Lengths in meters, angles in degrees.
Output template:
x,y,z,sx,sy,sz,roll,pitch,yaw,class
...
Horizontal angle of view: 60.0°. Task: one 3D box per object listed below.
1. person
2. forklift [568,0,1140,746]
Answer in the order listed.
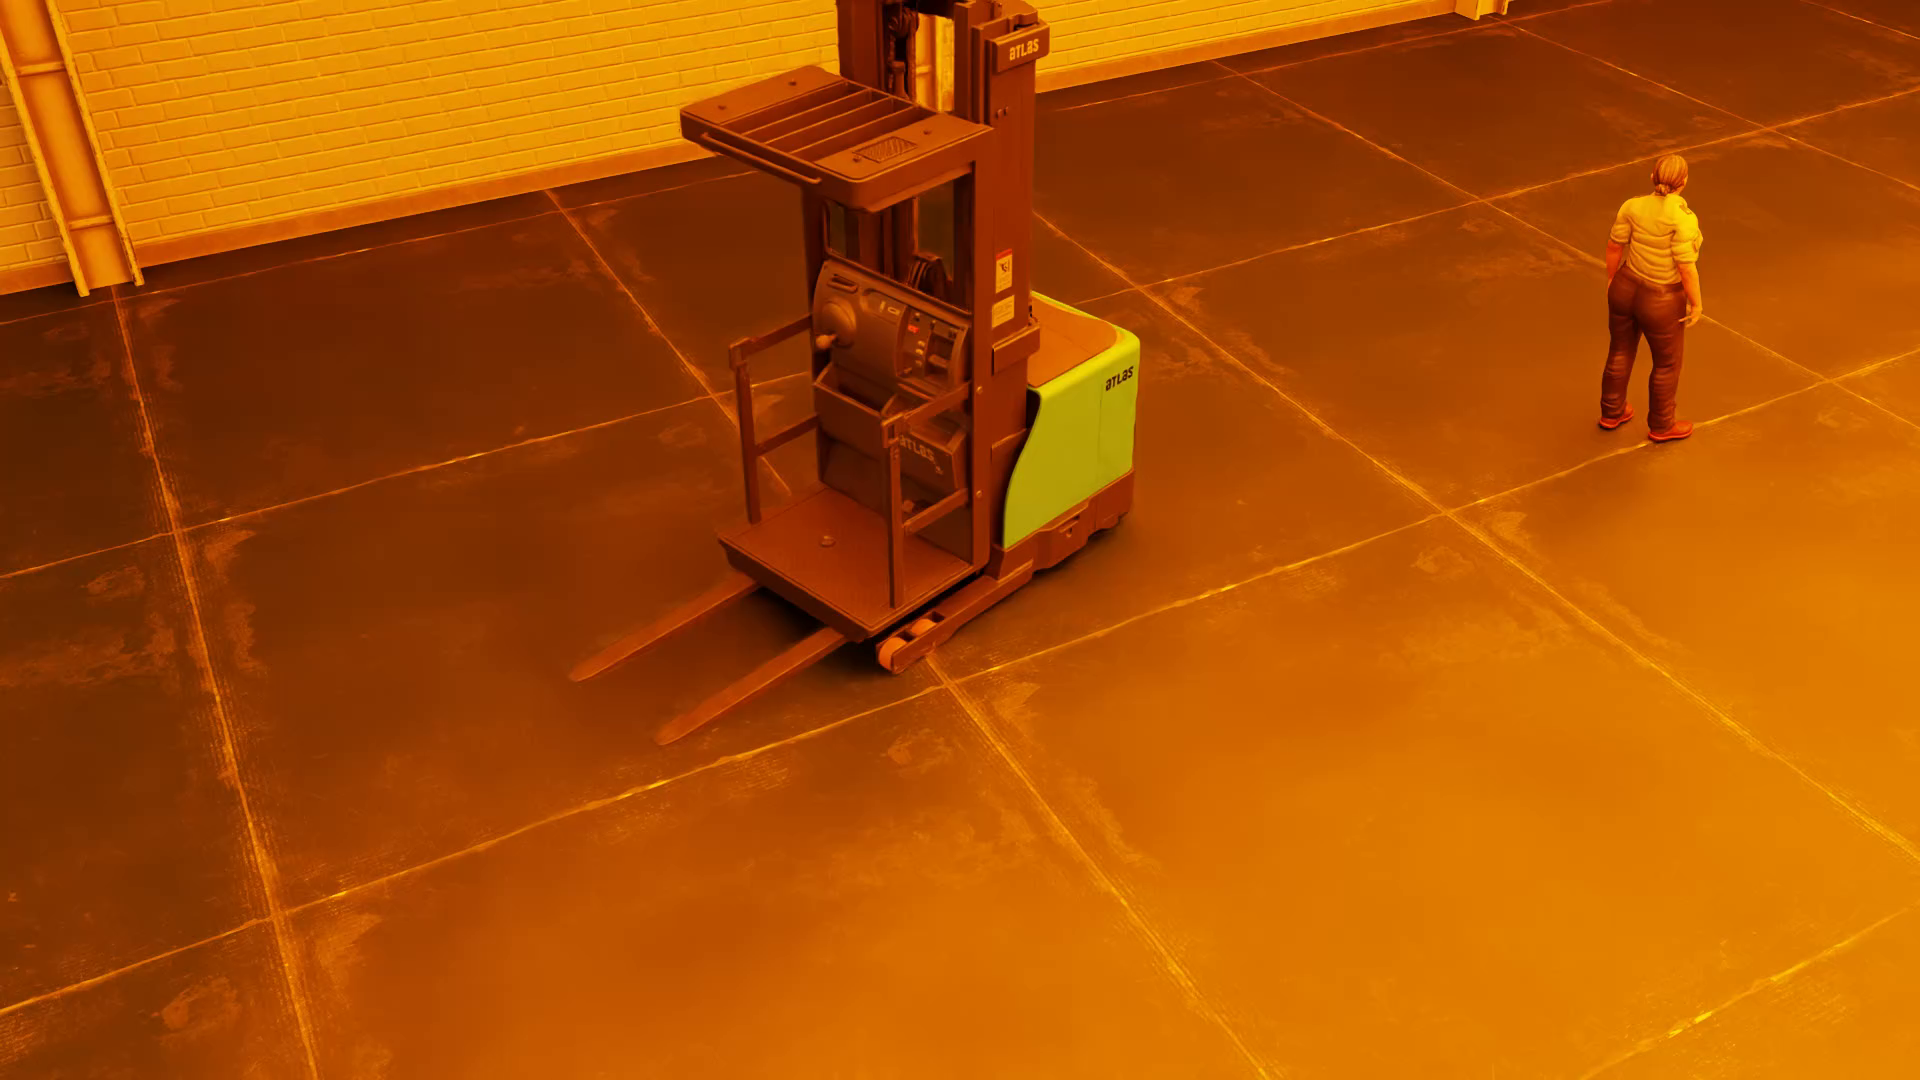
x,y,z,sx,sy,sz,roll,pitch,yaw,class
3.842,-1.342,9.121,0.502,1.651,0.598,-23,41,-29,person
-0.468,-0.909,7.409,1.130,2.935,3.031,29,44,34,forklift
